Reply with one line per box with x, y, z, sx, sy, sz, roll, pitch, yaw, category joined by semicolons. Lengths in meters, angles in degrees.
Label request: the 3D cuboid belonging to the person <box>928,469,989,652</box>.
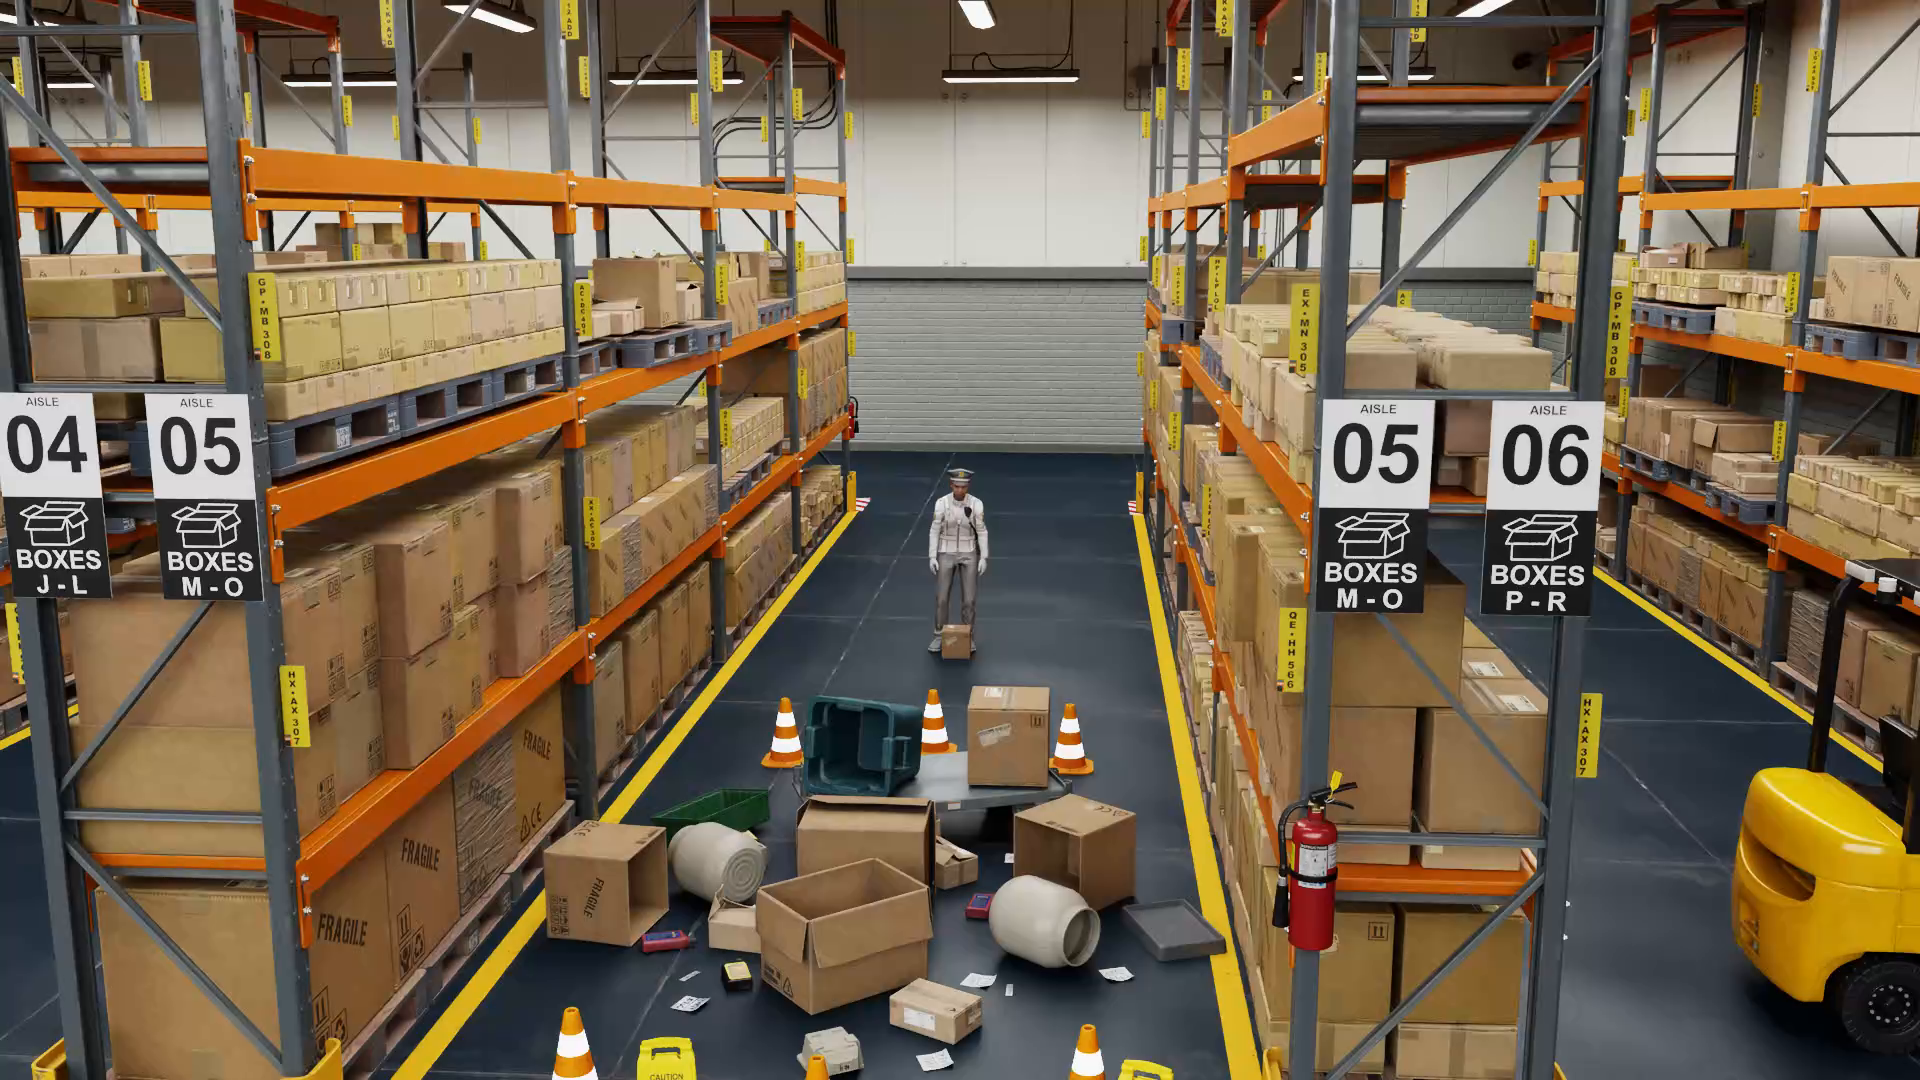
-0.015;0.172;15.011;0.546;1.667;0.369;0;11;1;person
